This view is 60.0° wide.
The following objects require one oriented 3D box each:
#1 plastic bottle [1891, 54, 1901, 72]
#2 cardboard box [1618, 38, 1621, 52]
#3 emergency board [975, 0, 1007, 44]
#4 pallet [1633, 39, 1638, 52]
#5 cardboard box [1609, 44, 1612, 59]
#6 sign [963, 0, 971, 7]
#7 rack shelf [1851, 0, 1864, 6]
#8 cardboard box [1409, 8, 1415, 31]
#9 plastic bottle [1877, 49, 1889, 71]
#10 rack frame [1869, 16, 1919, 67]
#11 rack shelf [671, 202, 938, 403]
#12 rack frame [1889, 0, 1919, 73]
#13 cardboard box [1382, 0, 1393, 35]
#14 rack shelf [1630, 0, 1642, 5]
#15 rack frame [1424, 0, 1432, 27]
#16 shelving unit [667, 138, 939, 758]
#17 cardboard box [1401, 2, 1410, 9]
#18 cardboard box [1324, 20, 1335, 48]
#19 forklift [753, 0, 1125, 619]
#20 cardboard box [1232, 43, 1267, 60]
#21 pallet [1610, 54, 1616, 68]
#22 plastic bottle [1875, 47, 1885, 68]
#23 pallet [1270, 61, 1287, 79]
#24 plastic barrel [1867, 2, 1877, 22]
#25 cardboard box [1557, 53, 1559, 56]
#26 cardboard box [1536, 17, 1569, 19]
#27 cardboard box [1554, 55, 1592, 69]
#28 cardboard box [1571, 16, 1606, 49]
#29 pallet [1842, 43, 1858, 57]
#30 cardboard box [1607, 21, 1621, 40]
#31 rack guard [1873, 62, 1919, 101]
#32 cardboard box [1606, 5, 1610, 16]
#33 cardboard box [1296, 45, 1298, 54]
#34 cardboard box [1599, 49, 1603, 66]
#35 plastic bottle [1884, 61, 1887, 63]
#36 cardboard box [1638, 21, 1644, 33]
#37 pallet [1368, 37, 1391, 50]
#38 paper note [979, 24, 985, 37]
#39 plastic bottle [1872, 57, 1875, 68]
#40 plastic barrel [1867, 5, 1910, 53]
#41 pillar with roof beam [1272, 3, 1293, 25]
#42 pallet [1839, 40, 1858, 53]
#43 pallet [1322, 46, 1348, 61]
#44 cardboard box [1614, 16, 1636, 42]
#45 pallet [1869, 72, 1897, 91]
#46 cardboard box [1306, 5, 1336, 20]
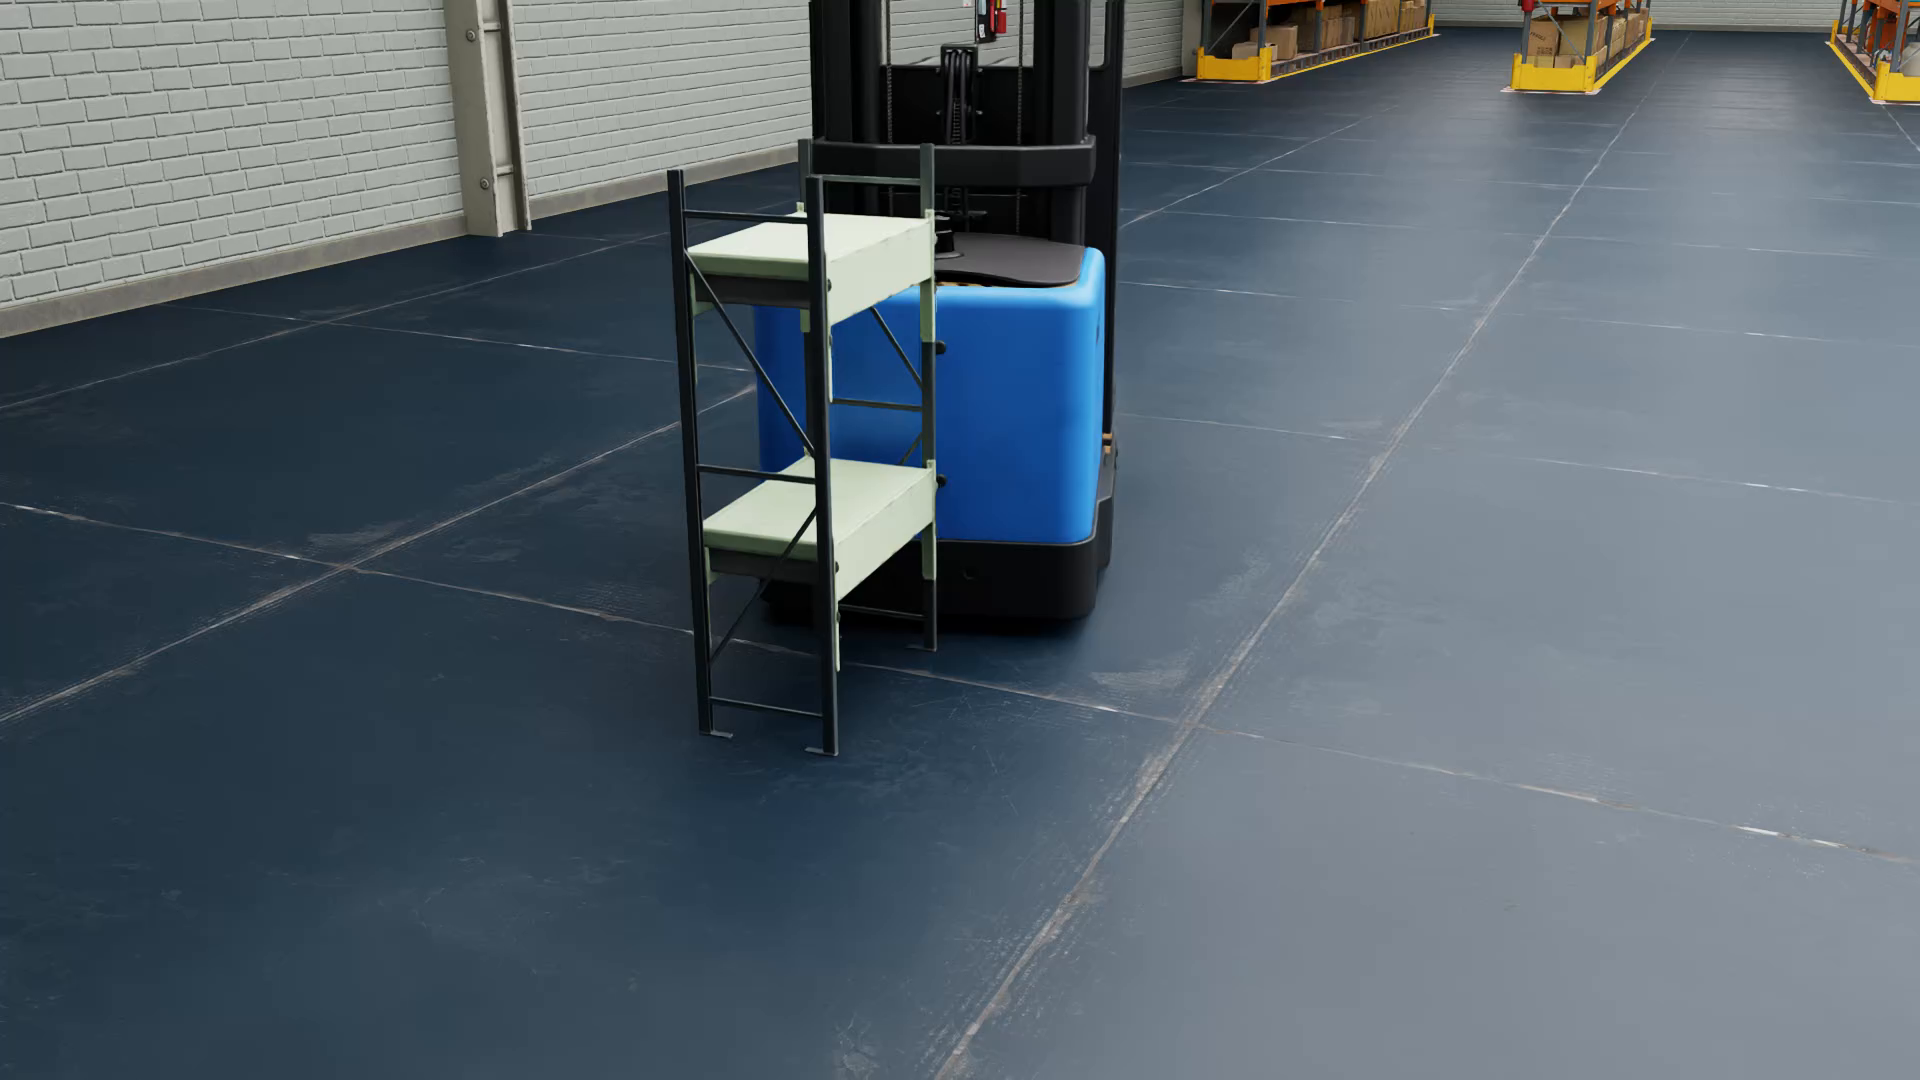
[{"bbox_3d":[14.274,-7.295,25.412,0.152,0.276,0.135,9,21,23],"label":"plastic bottle"},{"bbox_3d":[11.800,-9.061,30.448,0.500,0.250,0.500,9,22,24],"label":"cardboard box"},{"bbox_3d":[0.407,-6.646,20.179,0.194,1.169,0.643,9,21,23],"label":"emergency board"},{"bbox_3d":[13.549,-10.319,34.671,1.003,0.211,1.213,9,21,23],"label":"pallet"},{"bbox_3d":[10.963,-8.433,28.682,0.500,0.250,0.500,8,21,21],"label":"cardboard box"},{"bbox_3d":[0.086,-6.508,19.738,0.001,0.329,0.234,9,21,23],"label":"sign"},{"bbox_3d":[17.546,-10.256,31.405,1.077,0.370,4.000,9,21,23],"label":"rack shelf"},{"bbox_3d":[10.148,-12.110,38.648,0.700,0.500,0.500,9,22,24],"label":"cardboard box"},{"bbox_3d":[14.053,-7.286,25.276,0.144,0.351,0.185,10,22,25],"label":"plastic bottle"},{"bbox_3d":[15.089,-8.761,26.127,1.000,3.000,0.127,9,21,23],"label":"rack frame"},{"bbox_3d":[-0.386,-0.644,4.376,0.431,0.370,0.720,7,21,19],"label":"rack shelf"},{"bbox_3d":[13.451,-7.538,22.688,1.000,3.000,0.127,9,21,23],"label":"rack frame"},{"bbox_3d":[8.818,-11.262,35.741,0.750,0.750,0.750,9,22,24],"label":"cardboard box"},{"bbox_3d":[13.029,-10.937,33.319,1.077,0.370,4.000,9,21,23],"label":"rack shelf"},{"bbox_3d":[10.965,-13.789,40.264,1.000,3.000,0.127,9,21,23],"label":"rack frame"},{"bbox_3d":[-0.386,-0.276,4.506,0.431,1.500,0.755,7,21,19],"label":"shelving unit"},{"bbox_3d":[10.034,-12.186,37.893,0.380,0.149,0.250,9,22,25],"label":"cardboard box"},{"bbox_3d":[6.749,-9.692,31.820,0.700,0.500,0.500,9,21,23],"label":"cardboard box"},{"bbox_3d":[0.051,-1.592,6.072,1.130,2.935,3.031,2,20,6],"label":"forklift"},{"bbox_3d":[4.779,-8.037,27.448,0.500,0.311,0.500,6,20,17],"label":"cardboard box"},{"bbox_3d":[11.336,-8.733,30.209,1.003,0.211,1.213,9,21,23],"label":"pallet"},{"bbox_3d":[14.303,-7.473,25.801,0.144,0.351,0.185,8,21,20],"label":"plastic bottle"},{"bbox_3d":[4.809,-7.850,27.728,1.003,0.211,1.213,9,21,23],"label":"pallet"},{"bbox_3d":[17.837,-10.035,32.215,0.600,0.901,0.708,9,21,23],"label":"plastic barrel"},{"bbox_3d":[9.078,-7.480,26.002,0.500,0.250,0.500,9,21,23],"label":"cardboard box"},{"bbox_3d":[9.484,-8.140,26.738,0.500,0.500,0.500,9,21,23],"label":"cardboard box"},{"bbox_3d":[9.356,-7.255,25.368,0.500,0.250,0.500,9,21,23],"label":"cardboard box"},{"bbox_3d":[10.165,-8.221,26.966,0.500,0.500,0.500,9,21,23],"label":"cardboard box"},{"bbox_3d":[18.011,-9.662,32.823,1.003,0.211,1.213,9,21,23],"label":"pallet"},{"bbox_3d":[11.597,-9.171,29.918,0.500,0.311,0.500,9,22,24],"label":"cardboard box"},{"bbox_3d":[13.440,-6.390,23.191,1.175,0.500,0.348,9,21,23],"label":"rack guard"},{"bbox_3d":[12.813,-10.697,33.524,0.500,0.250,0.500,8,21,22],"label":"cardboard box"},{"bbox_3d":[5.859,-8.825,29.879,0.380,0.166,0.250,6,20,16],"label":"cardboard box"},{"bbox_3d":[10.176,-7.866,27.087,0.500,0.250,0.500,9,21,23],"label":"cardboard box"},{"bbox_3d":[13.804,-7.049,24.831,0.097,0.201,0.097,0,20,0],"label":"plastic bottle"},{"bbox_3d":[15.072,-11.535,37.375,0.500,0.250,0.500,9,21,23],"label":"cardboard box"},{"bbox_3d":[8.582,-10.631,35.548,1.003,0.211,1.213,9,21,23],"label":"pallet"},{"bbox_3d":[0.271,-6.186,20.201,0.016,0.148,0.142,9,21,23],"label":"paper note"},{"bbox_3d":[14.517,-7.581,26.330,0.097,0.201,0.097,0,20,0],"label":"plastic bottle"},{"bbox_3d":[16.912,-9.311,30.285,0.600,0.830,0.708,9,21,23],"label":"plastic barrel"},{"bbox_3d":[10.295,-13.300,29.937,9.100,9.000,0.400,9,21,23],"label":"pillar with roof beam"},{"bbox_3d":[18.631,-10.123,34.118,1.003,0.211,1.213,9,21,23],"label":"pallet"},{"bbox_3d":[6.867,-9.419,32.139,1.003,0.211,1.213,9,21,23],"label":"pallet"},{"bbox_3d":[13.285,-10.268,33.437,0.500,0.500,0.500,8,21,21],"label":"cardboard box"},{"bbox_3d":[14.278,-6.873,24.980,1.003,0.211,1.213,9,21,23],"label":"pallet"},{"bbox_3d":[6.945,-10.175,32.058,0.500,0.250,0.500,8,21,22],"label":"cardboard box"}]
